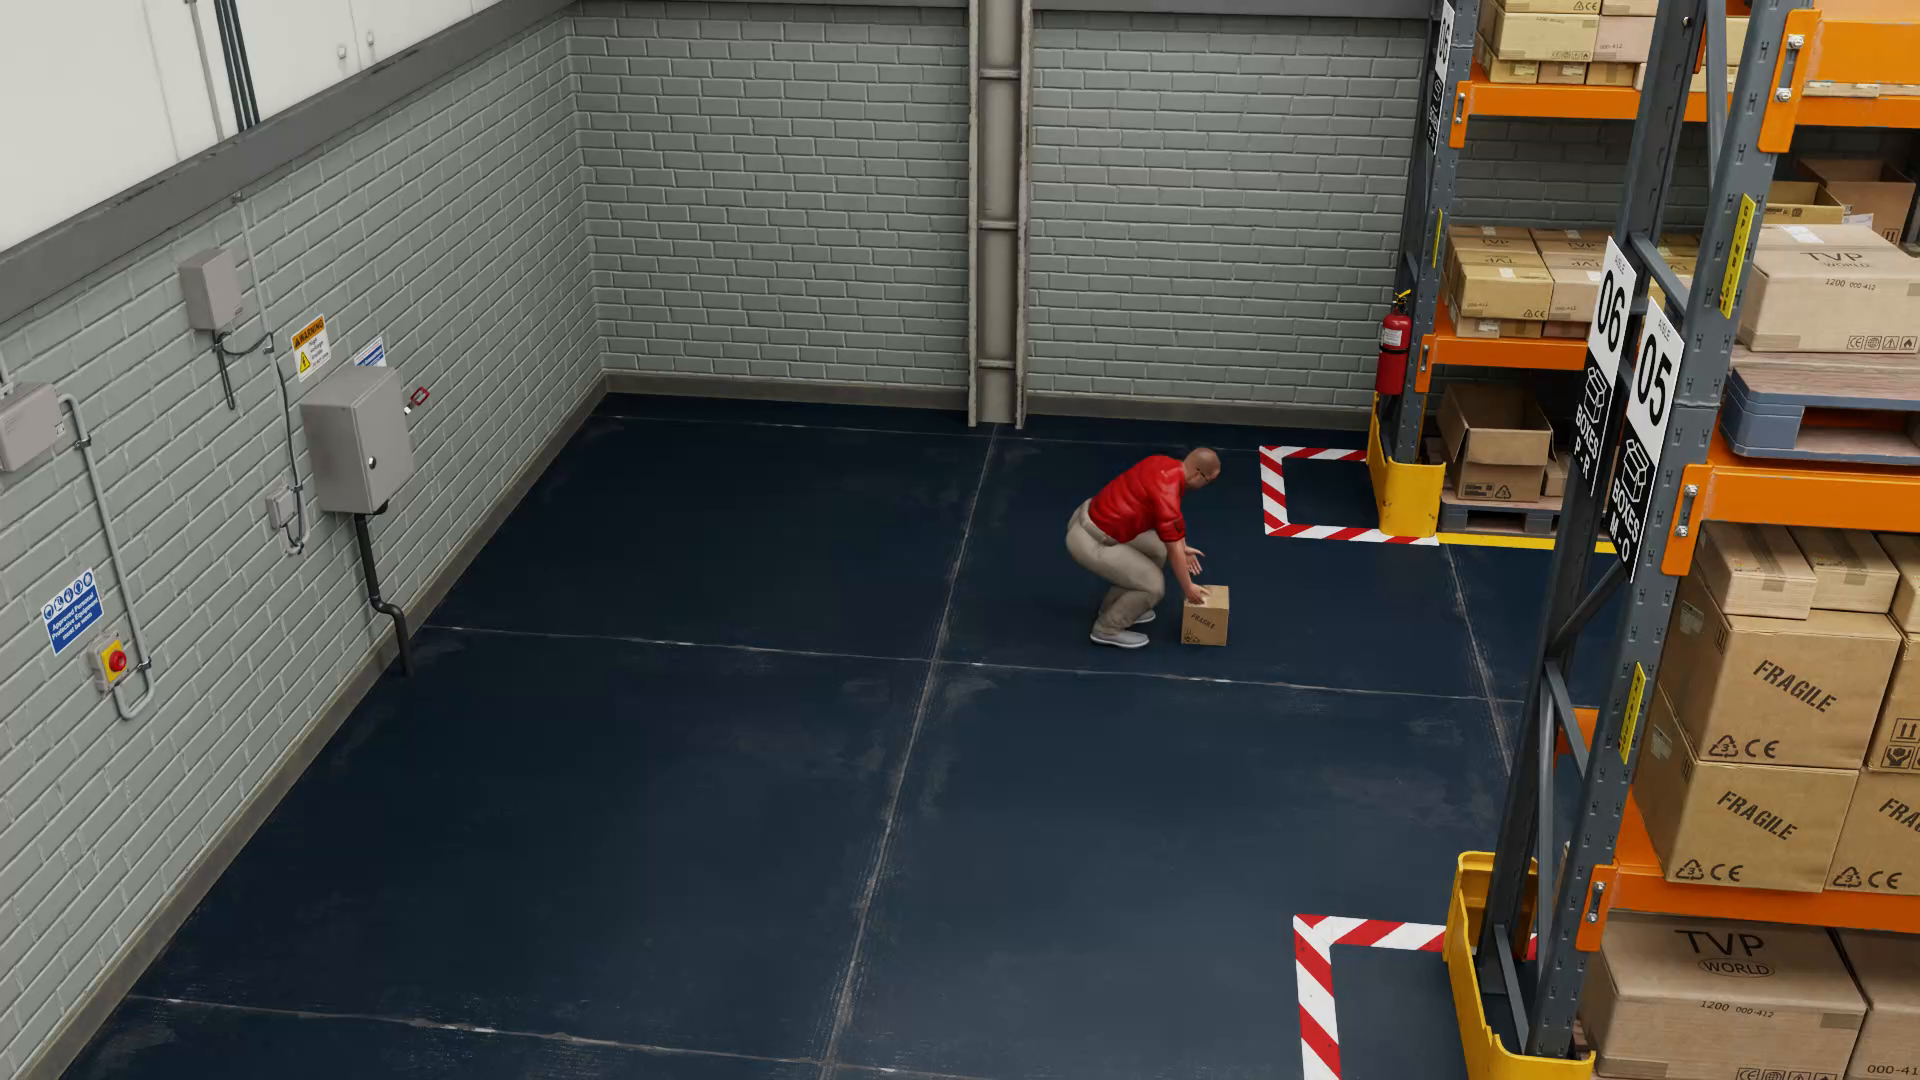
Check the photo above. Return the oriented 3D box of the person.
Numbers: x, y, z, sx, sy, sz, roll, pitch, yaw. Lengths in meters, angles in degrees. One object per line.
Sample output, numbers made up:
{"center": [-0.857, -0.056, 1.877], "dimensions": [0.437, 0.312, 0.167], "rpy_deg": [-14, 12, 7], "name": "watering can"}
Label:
{"center": [1.005, 0.000, 9.267], "dimensions": [0.823, 1.142, 0.577], "rpy_deg": [3, 28, 6], "name": "person"}
